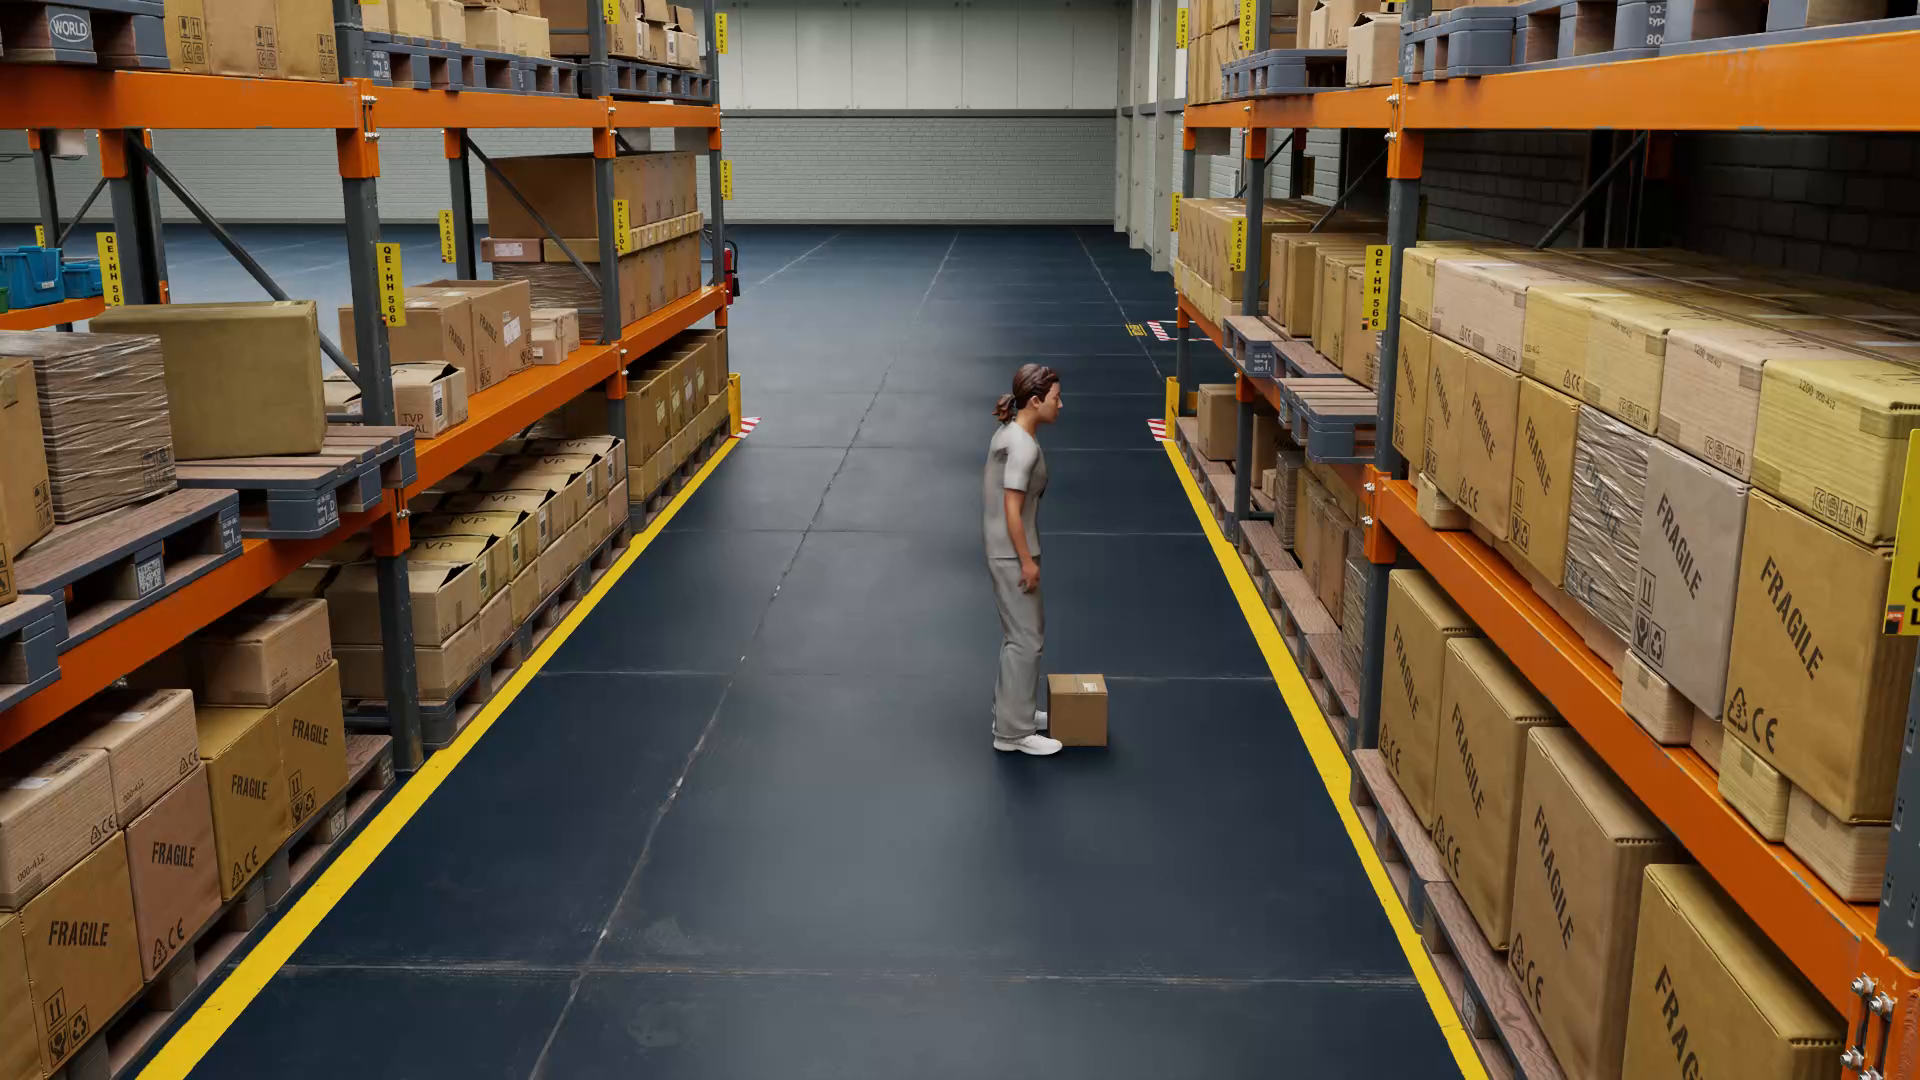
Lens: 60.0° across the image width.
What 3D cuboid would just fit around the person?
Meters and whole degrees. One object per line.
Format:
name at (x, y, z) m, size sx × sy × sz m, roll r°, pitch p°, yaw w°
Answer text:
person at (0.272, 0.071, 7.228) m, size 0.360 × 1.667 × 0.485 m, roll 0°, pitch 14°, yaw 2°
